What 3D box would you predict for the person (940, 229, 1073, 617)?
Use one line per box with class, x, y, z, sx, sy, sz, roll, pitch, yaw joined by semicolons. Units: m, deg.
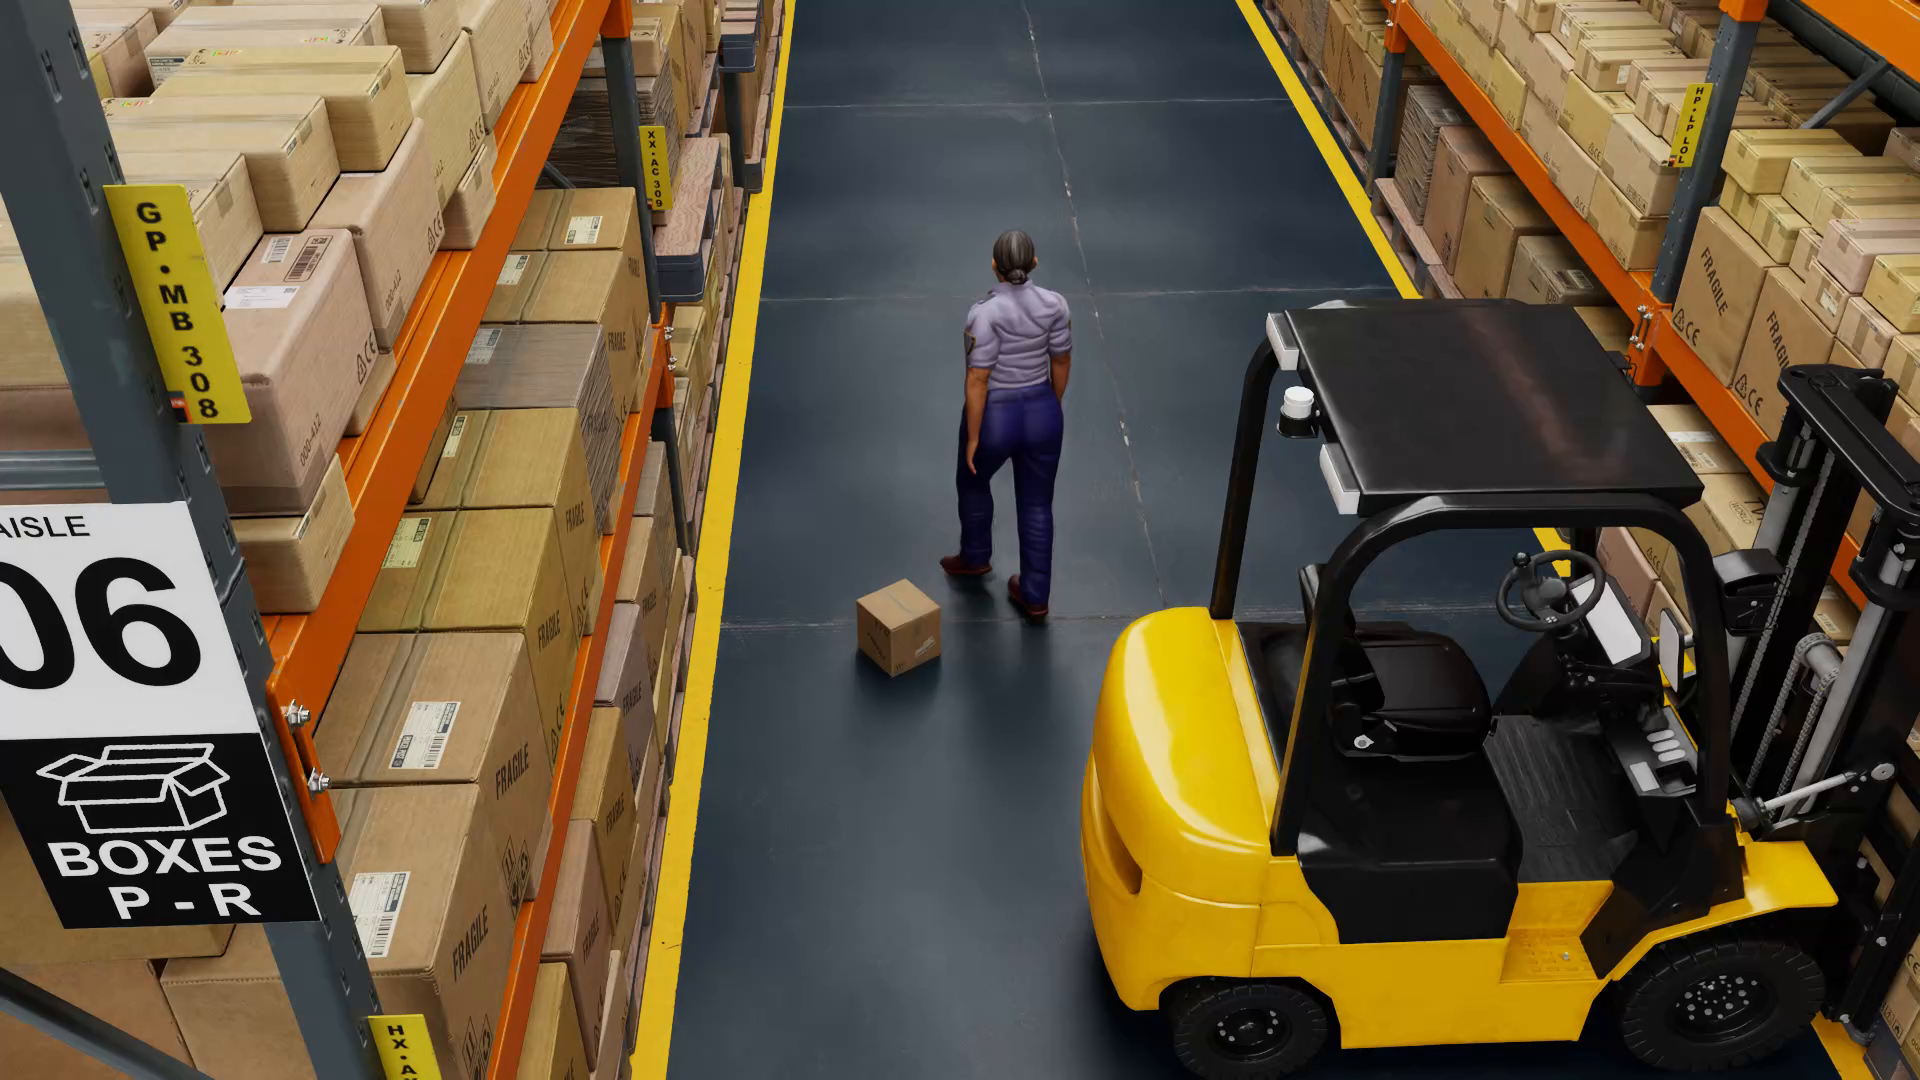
person;0.230;-0.453;6.826;0.507;1.684;0.615;-11;37;-15
